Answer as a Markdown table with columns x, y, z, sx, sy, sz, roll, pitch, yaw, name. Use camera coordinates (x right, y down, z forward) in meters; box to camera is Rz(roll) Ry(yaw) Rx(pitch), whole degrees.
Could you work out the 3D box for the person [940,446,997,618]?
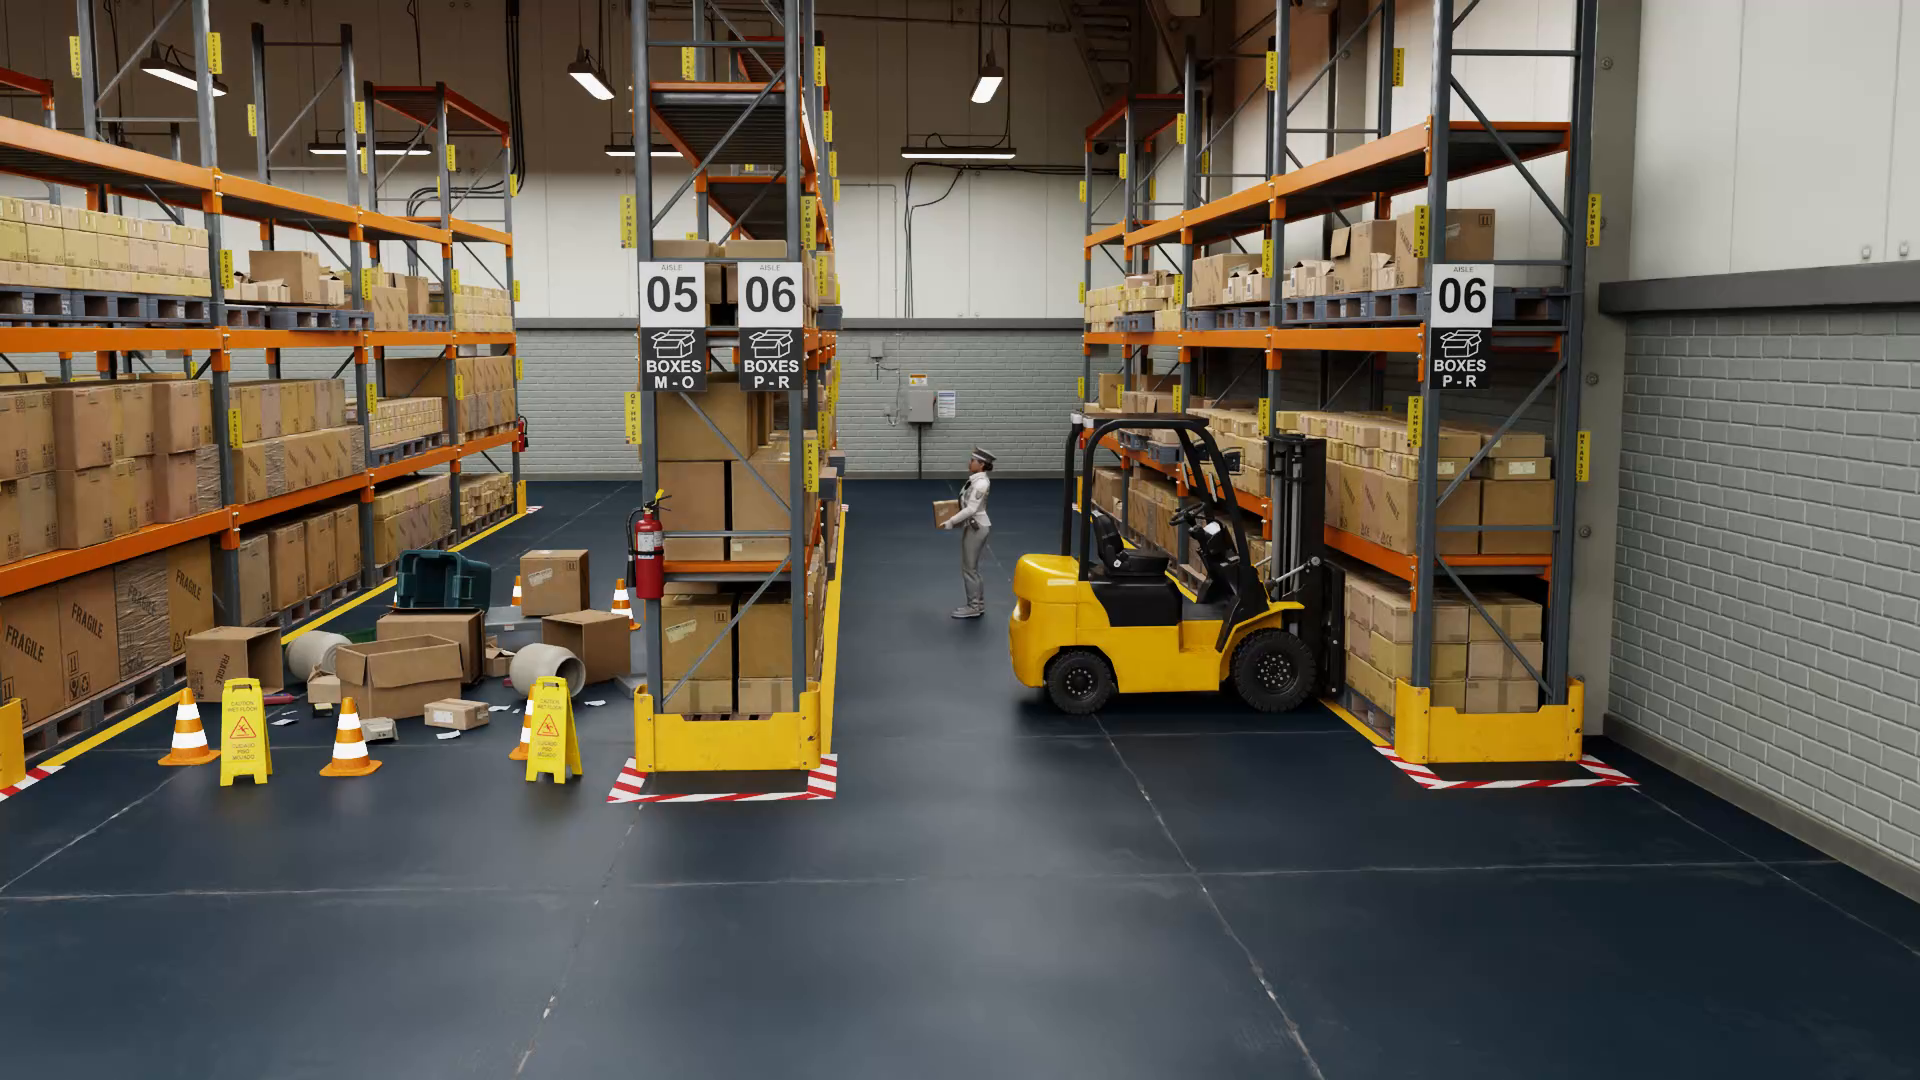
| x | y | z | sx | sy | sz | roll | pitch | yaw | name |
| --- | --- | --- | --- | --- | --- | --- | --- | --- | --- |
| 0.075 | -0.088 | 16.360 | 0.563 | 1.687 | 0.461 | 0 | 7 | -4 | person |
